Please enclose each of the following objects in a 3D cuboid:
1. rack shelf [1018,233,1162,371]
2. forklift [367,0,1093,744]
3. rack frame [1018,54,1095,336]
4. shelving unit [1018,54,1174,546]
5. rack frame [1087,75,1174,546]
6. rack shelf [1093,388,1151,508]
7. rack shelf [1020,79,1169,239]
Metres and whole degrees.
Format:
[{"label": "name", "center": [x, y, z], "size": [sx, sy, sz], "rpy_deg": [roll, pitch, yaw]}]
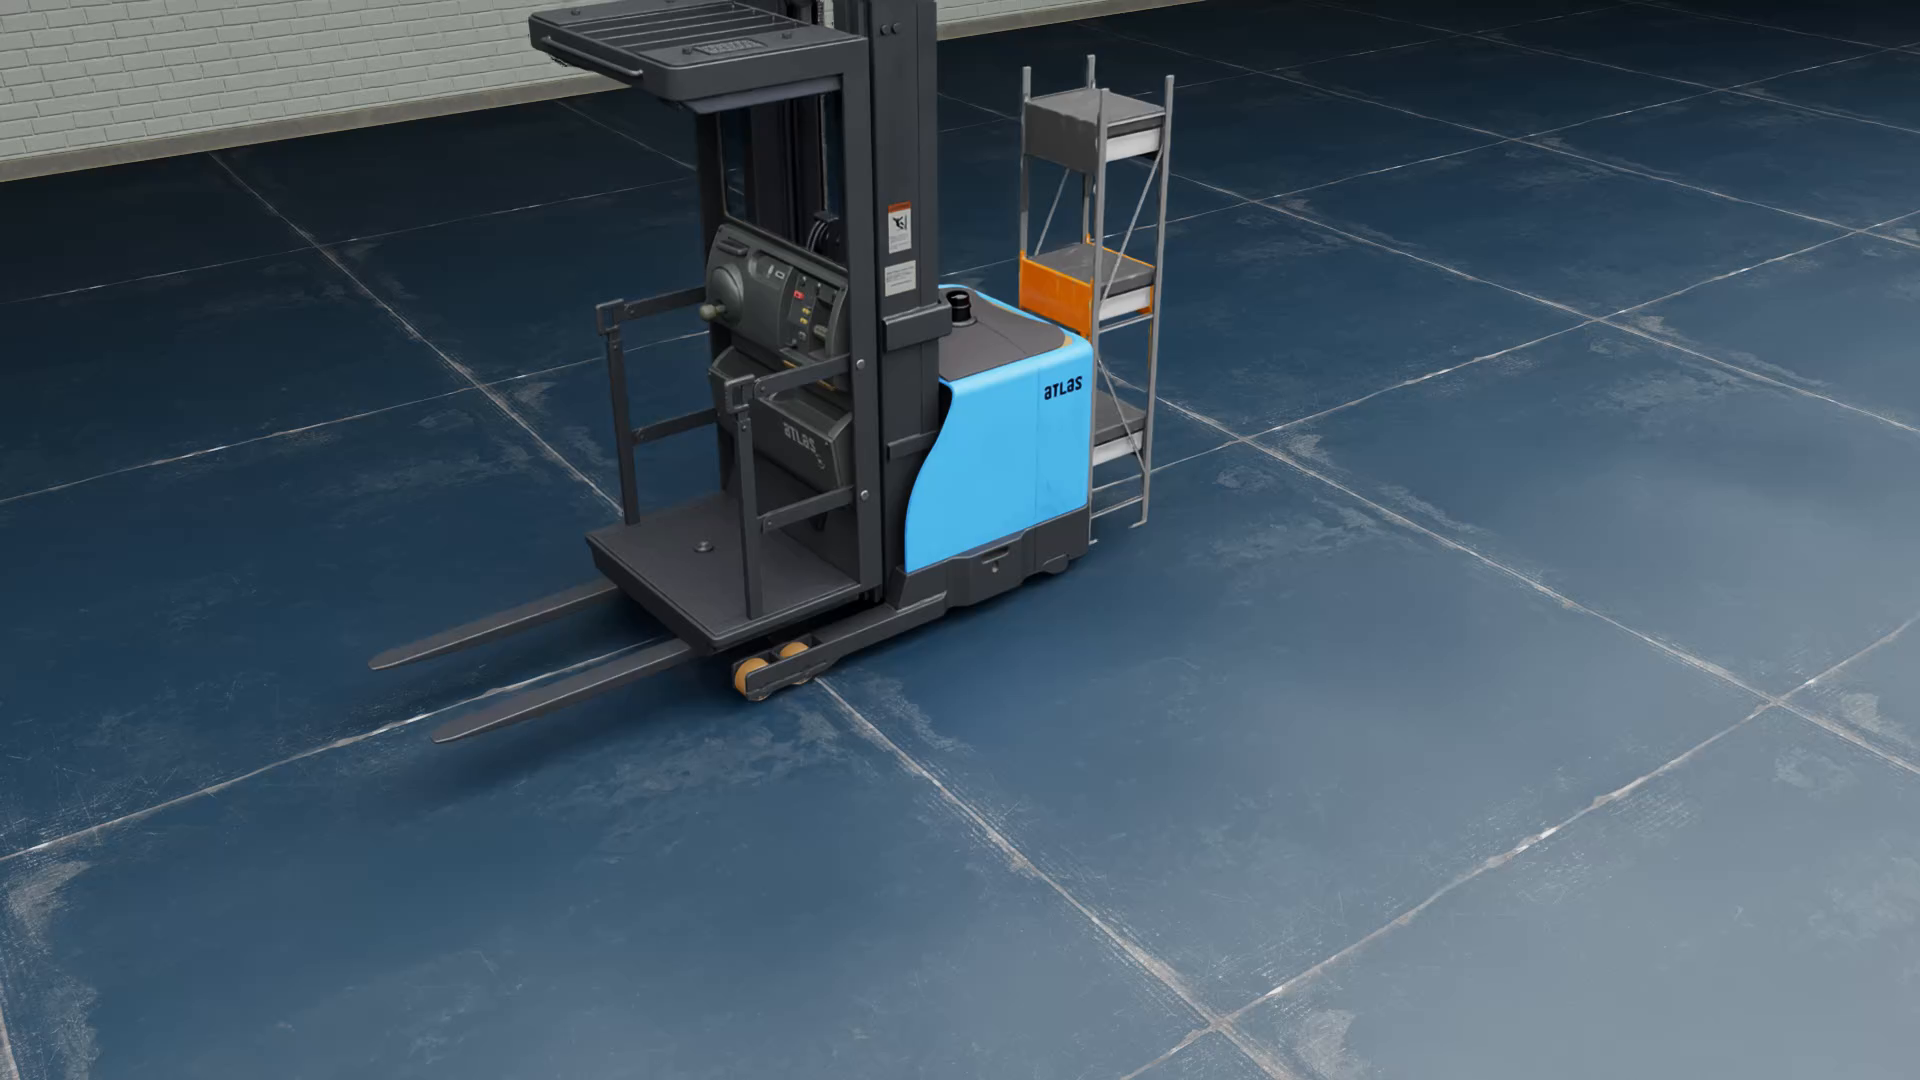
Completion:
[{"label": "rack shelf", "center": [0.576, -1.028, 7.472], "size": [0.431, 0.518, 0.480], "rpy_deg": [-20, 35, -33]}, {"label": "forklift", "center": [-0.890, -0.936, 6.403], "size": [3.031, 2.935, 1.130], "rpy_deg": [-20, 35, -33]}, {"label": "rack frame", "center": [0.426, -1.132, 7.634], "size": [0.400, 2.100, 0.015], "rpy_deg": [-20, 35, -33]}, {"label": "shelving unit", "center": [0.576, -1.040, 7.465], "size": [0.431, 2.100, 0.503], "rpy_deg": [-20, 35, -33]}, {"label": "rack frame", "center": [0.727, -0.948, 7.296], "size": [0.400, 2.100, 0.015], "rpy_deg": [-20, 35, -33]}, {"label": "rack shelf", "center": [0.576, -0.413, 7.806], "size": [0.431, 0.518, 0.480], "rpy_deg": [-20, 35, -33]}, {"label": "rack shelf", "center": [0.576, -1.643, 7.138], "size": [0.431, 0.518, 0.480], "rpy_deg": [-20, 35, -33]}]
